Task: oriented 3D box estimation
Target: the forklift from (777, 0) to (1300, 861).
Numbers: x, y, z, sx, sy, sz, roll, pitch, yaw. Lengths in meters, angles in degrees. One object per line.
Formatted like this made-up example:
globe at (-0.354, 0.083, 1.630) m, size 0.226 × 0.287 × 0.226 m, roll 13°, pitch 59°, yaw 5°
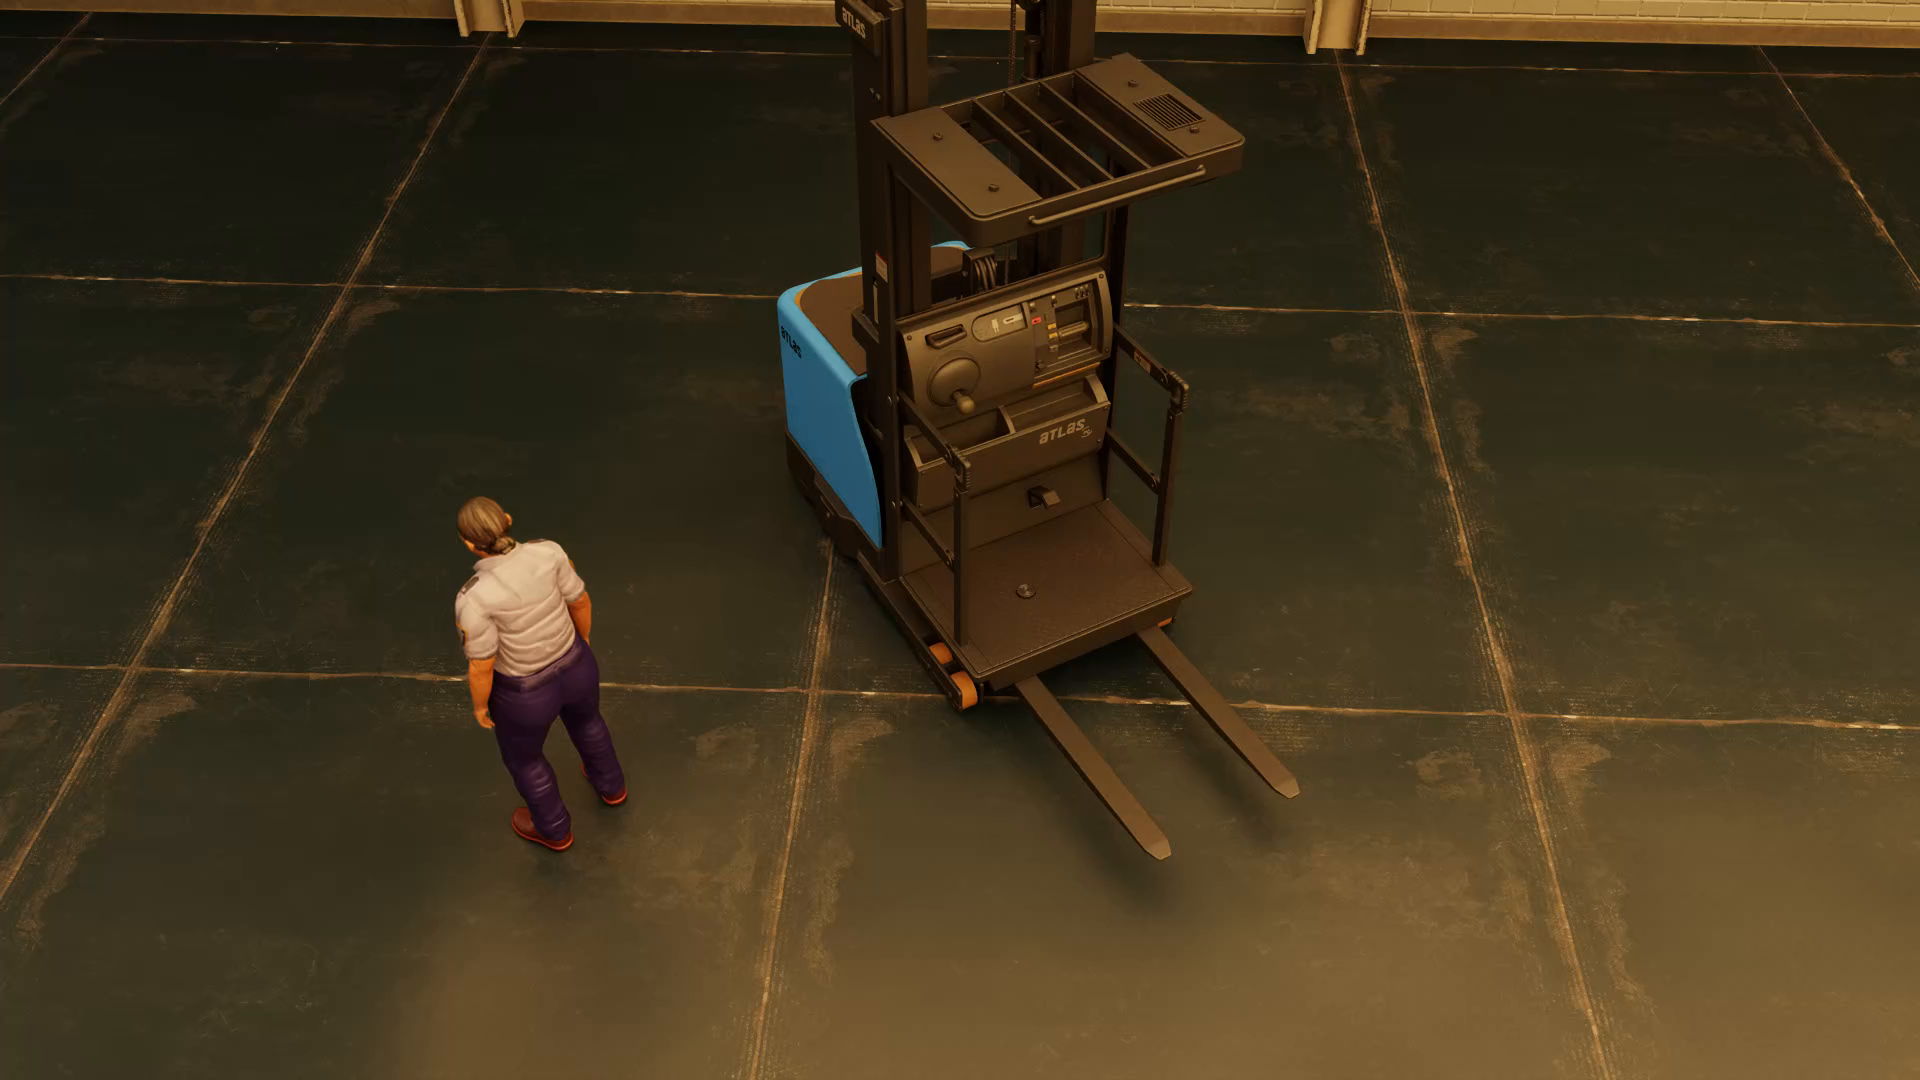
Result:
forklift at (0.306, -0.711, 6.522) m, size 1.130 × 2.935 × 3.031 m, roll -21°, pitch 46°, yaw -21°

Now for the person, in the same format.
person at (-1.558, 0.499, 6.149) m, size 0.375 × 1.648 × 0.545 m, roll 31°, pitch 51°, yaw 30°
